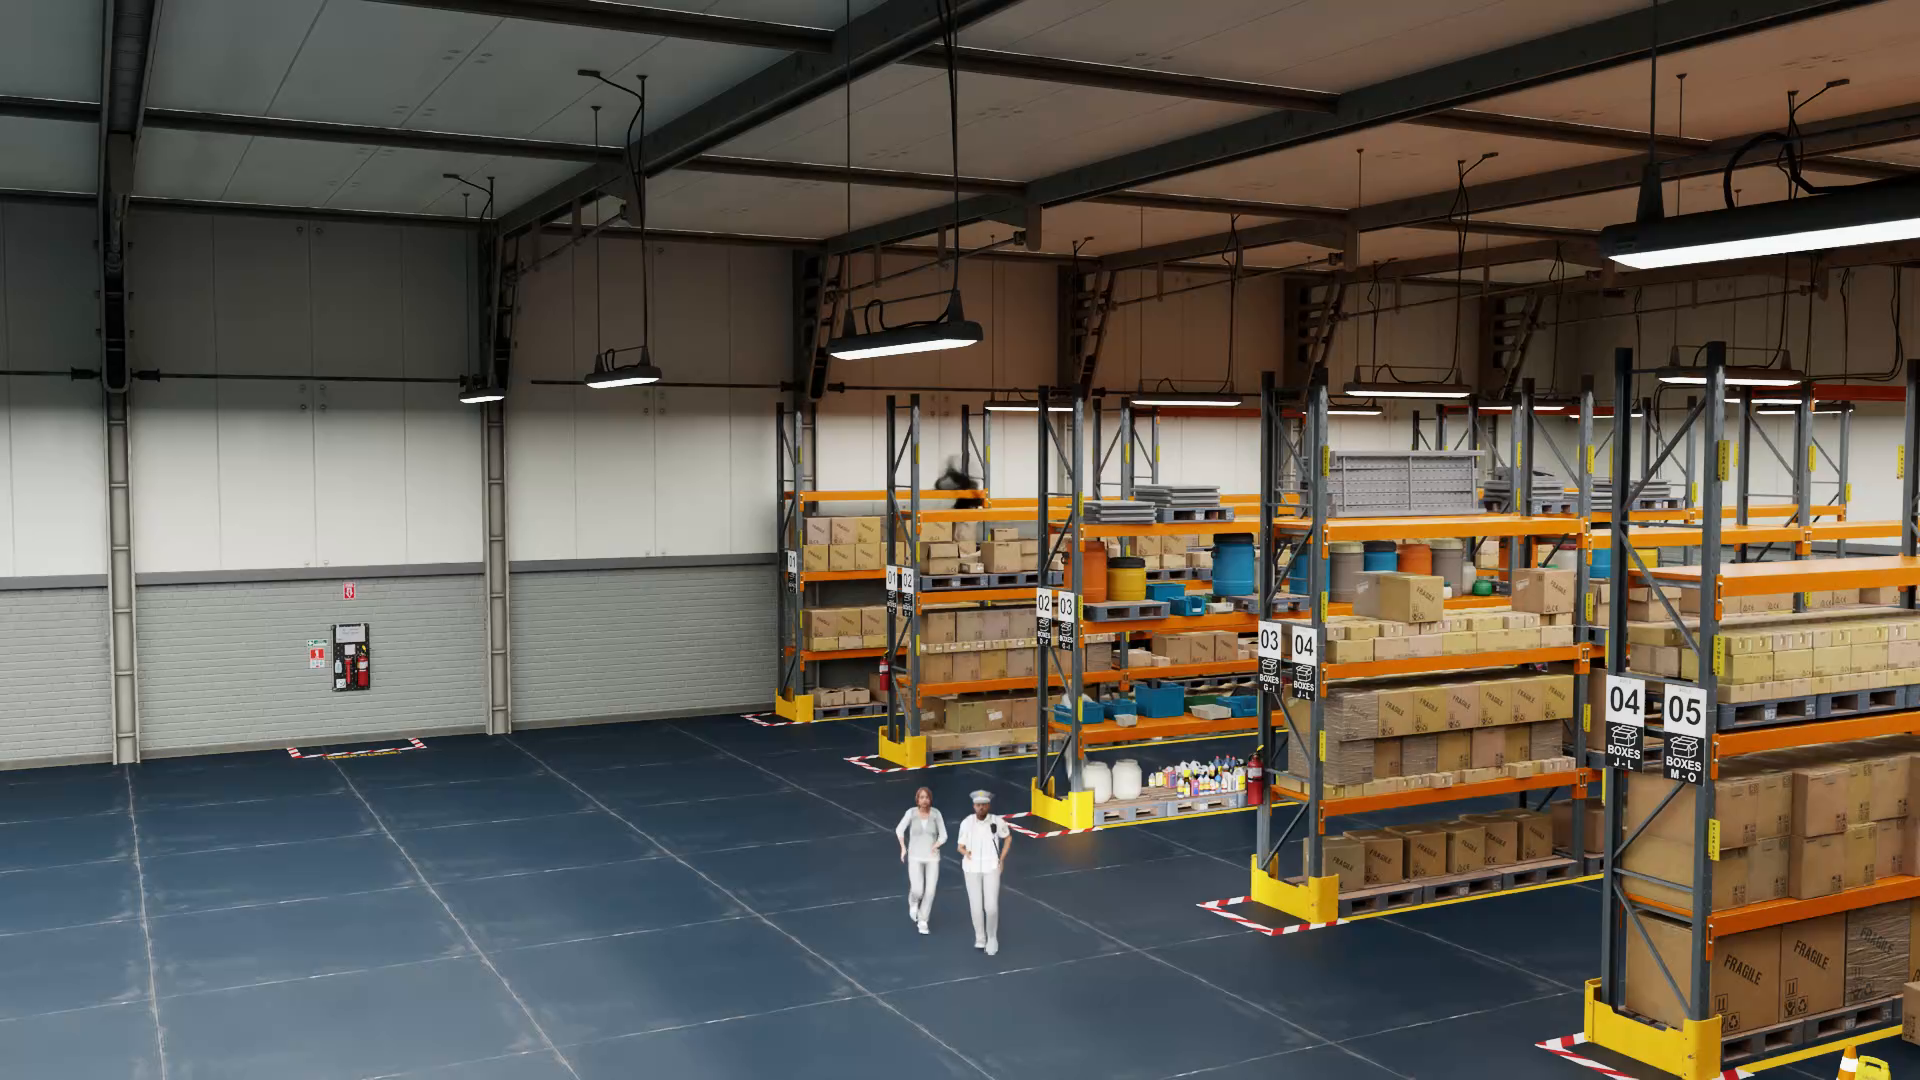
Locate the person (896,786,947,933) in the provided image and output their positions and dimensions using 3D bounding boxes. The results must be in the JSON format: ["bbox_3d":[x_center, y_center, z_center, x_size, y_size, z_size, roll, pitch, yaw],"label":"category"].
[{"bbox_3d":[-0.391,3.391,17.581,0.529,1.558,0.531,0,3,-8],"label":"person"}]

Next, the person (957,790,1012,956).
[{"bbox_3d":[0.238,3.372,16.862,0.542,1.691,0.672,0,3,7],"label":"person"}]

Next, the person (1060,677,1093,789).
[{"bbox_3d":[1.763,2.911,25.294,0.757,1.677,0.550,-3,4,-38],"label":"person"}]
